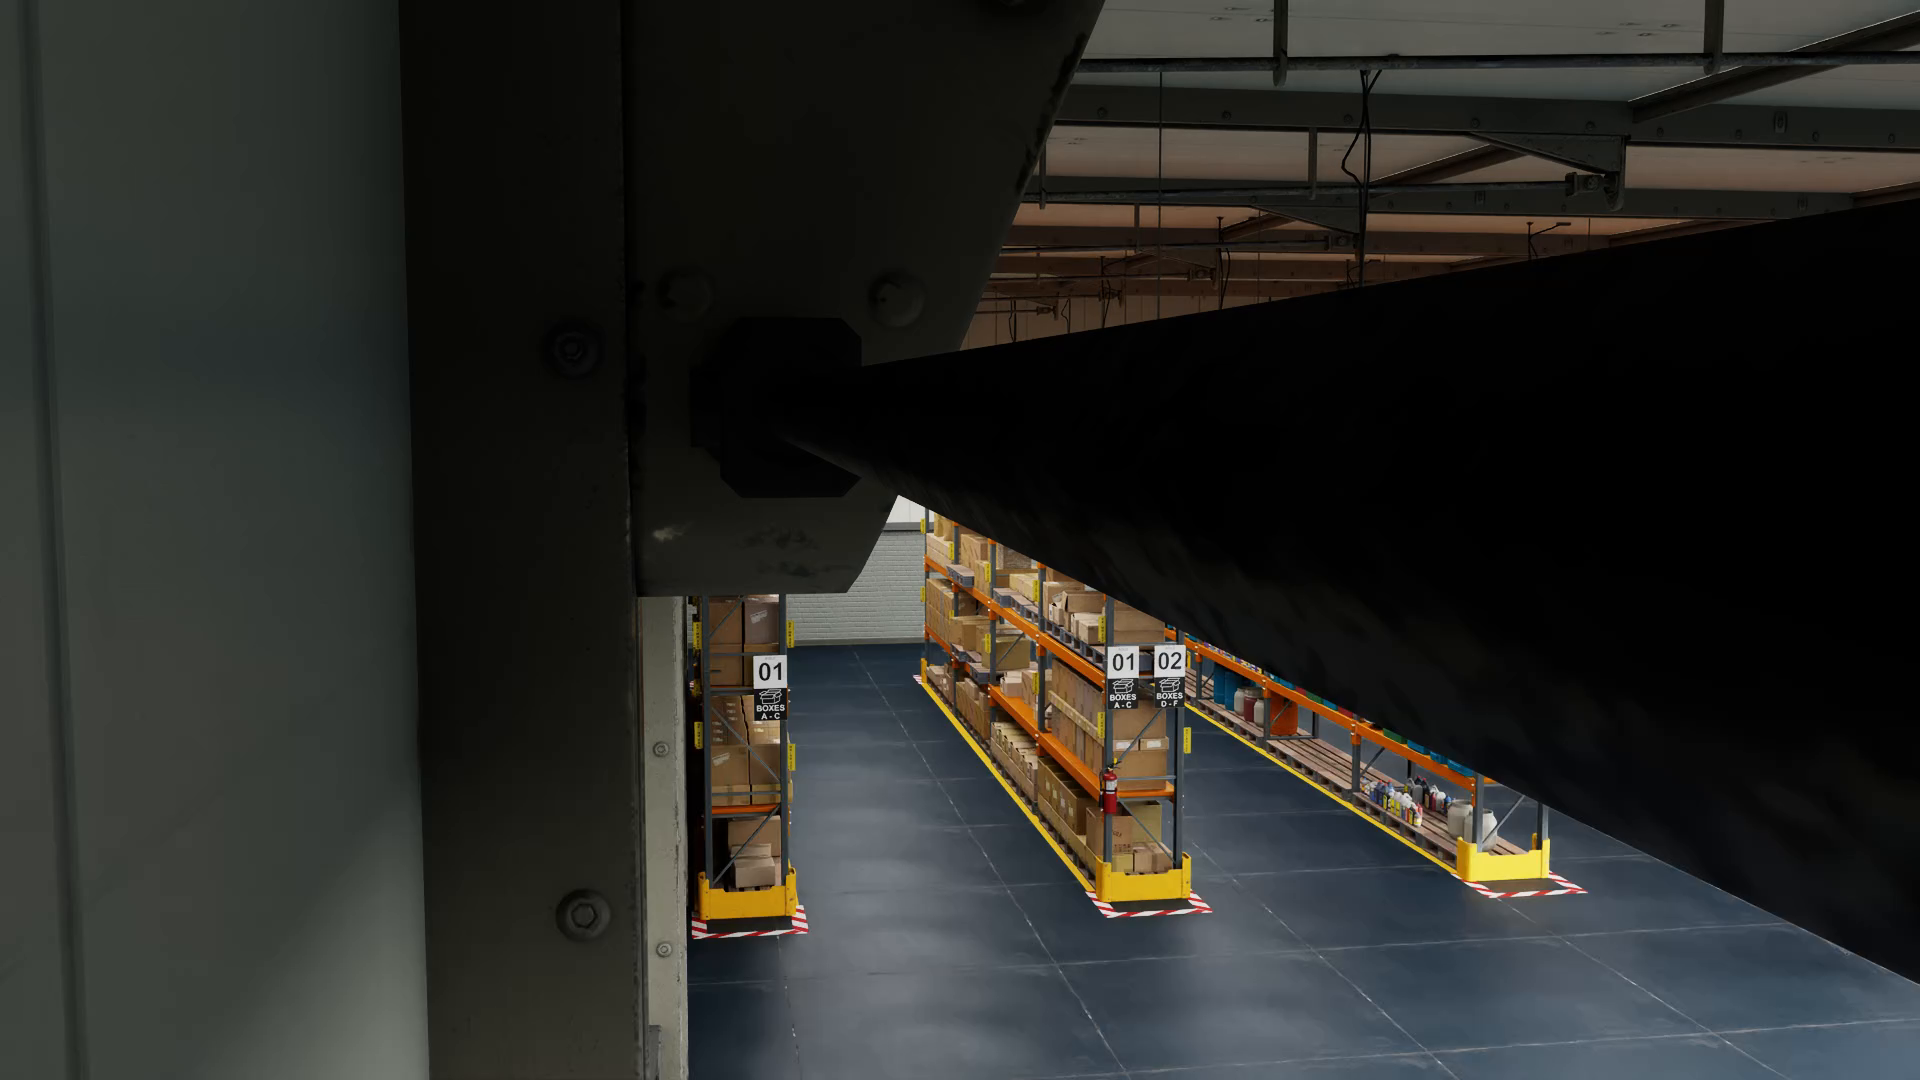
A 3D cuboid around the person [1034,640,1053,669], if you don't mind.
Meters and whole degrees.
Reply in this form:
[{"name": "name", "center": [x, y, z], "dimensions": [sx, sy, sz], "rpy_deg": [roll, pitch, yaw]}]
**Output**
[{"name": "person", "center": [1.741, 2.070, 35.986], "dimensions": [0.498, 1.500, 0.495], "rpy_deg": [-2, 5, -20]}]
